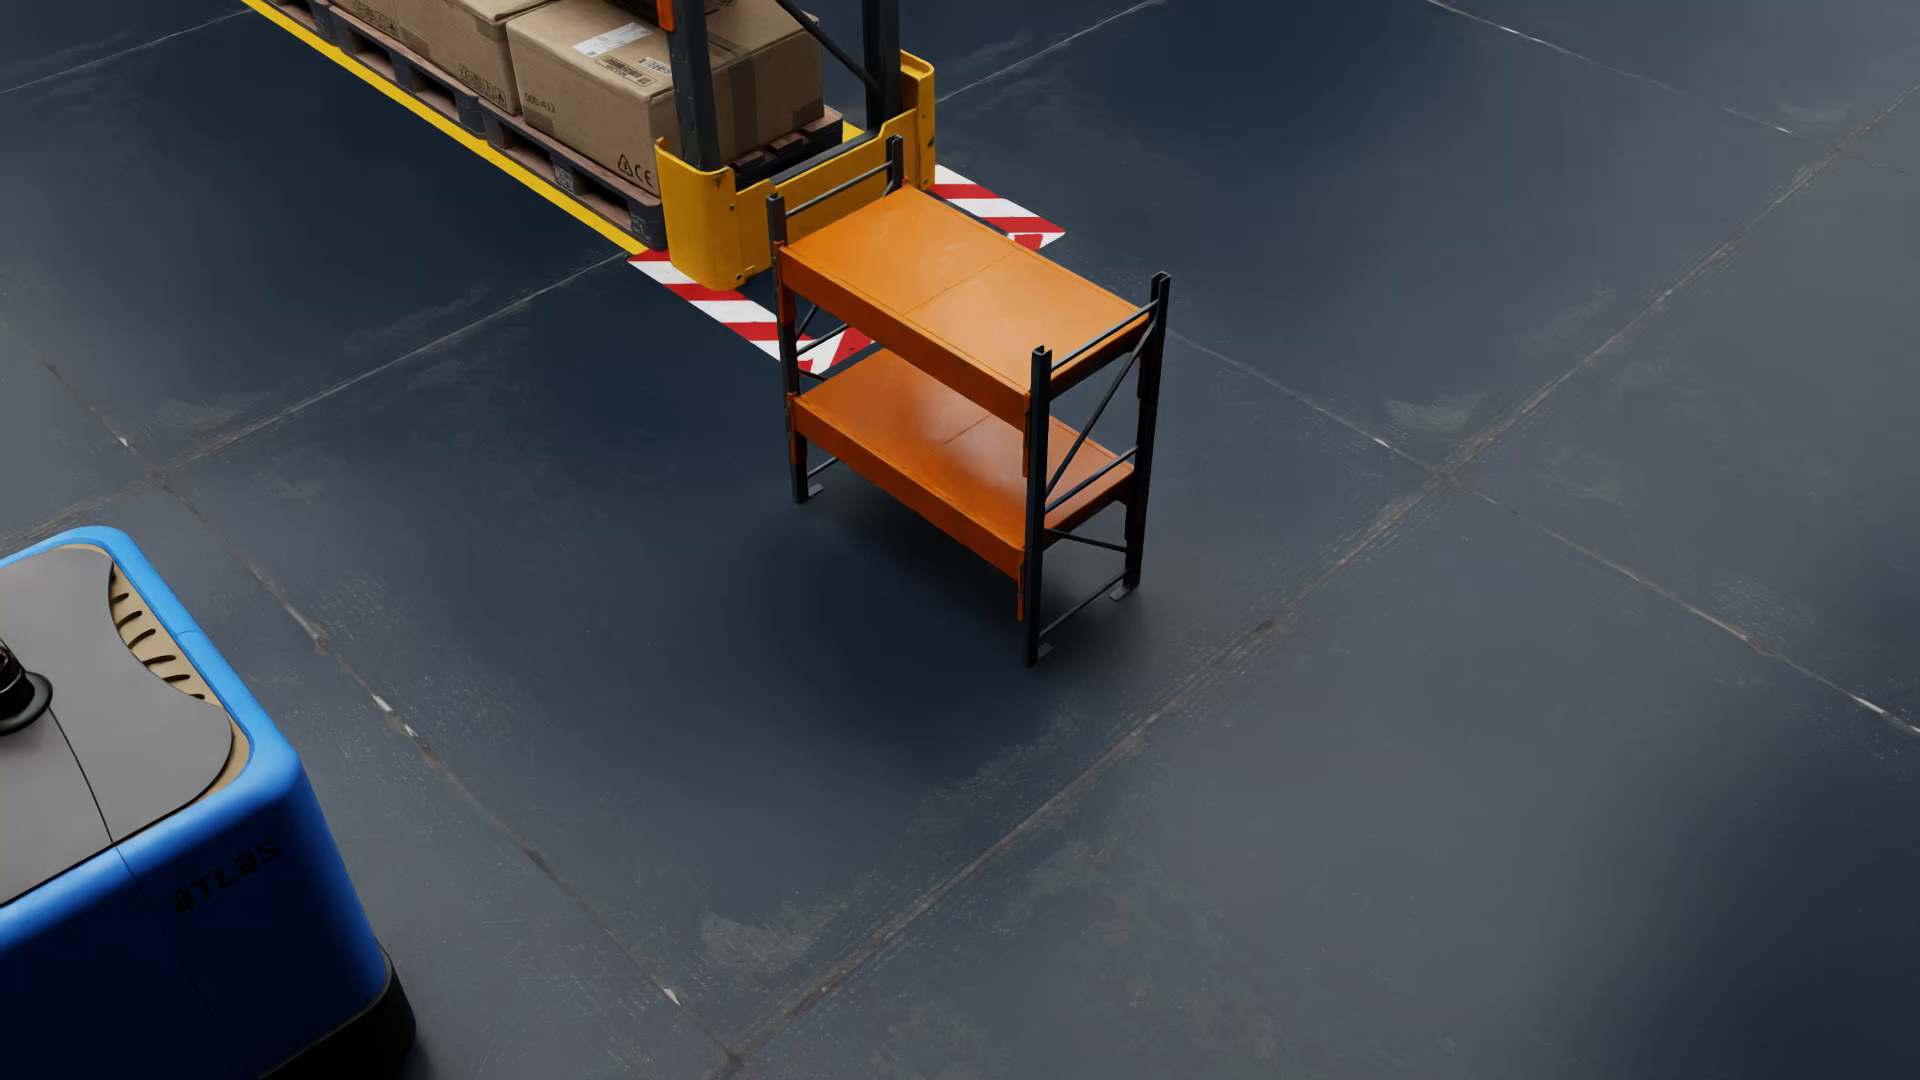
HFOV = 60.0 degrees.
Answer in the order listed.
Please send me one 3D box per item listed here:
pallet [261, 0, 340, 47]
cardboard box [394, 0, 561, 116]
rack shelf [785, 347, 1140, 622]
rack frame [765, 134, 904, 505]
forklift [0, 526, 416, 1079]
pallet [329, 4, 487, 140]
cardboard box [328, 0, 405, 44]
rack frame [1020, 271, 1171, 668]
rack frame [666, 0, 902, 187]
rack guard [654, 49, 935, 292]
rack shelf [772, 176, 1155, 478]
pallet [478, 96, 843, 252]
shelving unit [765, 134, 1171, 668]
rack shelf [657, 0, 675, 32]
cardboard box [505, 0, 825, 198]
[{"bbox_3d":[-2.970,-2.887,8.219,1.003,0.211,1.213,-34,53,-31],"label":"pallet"},{"bbox_3d":[-1.816,-2.310,7.118,0.875,0.438,0.875,-33,52,-30],"label":"cardboard box"},{"bbox_3d":[0.005,-0.230,5.031,0.538,0.278,1.000,-34,53,-31],"label":"rack shelf"},{"bbox_3d":[-0.354,-0.654,5.129,0.500,1.125,0.032,-34,53,-31],"label":"rack frame"},{"bbox_3d":[-2.709,0.564,2.480,3.031,2.935,1.130,-31,51,-29],"label":"forklift"},{"bbox_3d":[-2.104,-2.301,7.584,1.003,0.211,1.213,-34,53,-31],"label":"pallet"},{"bbox_3d":[-2.451,-2.744,7.588,0.875,0.438,0.875,33,52,30],"label":"cardboard box"},{"bbox_3d":[0.364,-0.166,4.600,0.500,1.125,0.032,-34,53,-31],"label":"rack frame"},{"bbox_3d":[-0.626,-2.392,5.628,1.000,3.000,0.127,-34,53,-31],"label":"rack frame"},{"bbox_3d":[-0.610,-1.462,6.464,1.175,0.500,0.348,-34,53,-31],"label":"rack guard"},{"bbox_3d":[0.005,-0.625,4.666,0.538,0.278,1.000,-34,53,-31],"label":"rack shelf"},{"bbox_3d":[-1.247,-1.714,6.950,1.003,0.211,1.213,-34,53,-31],"label":"pallet"},{"bbox_3d":[0.005,-0.410,4.865,0.538,1.125,1.048,-34,53,-31],"label":"shelving unit"},{"bbox_3d":[-2.039,-3.089,6.912,1.077,0.370,4.000,-34,53,-31],"label":"rack shelf"},{"bbox_3d":[-1.163,-1.874,6.647,0.875,0.438,0.875,32,52,30],"label":"cardboard box"}]
